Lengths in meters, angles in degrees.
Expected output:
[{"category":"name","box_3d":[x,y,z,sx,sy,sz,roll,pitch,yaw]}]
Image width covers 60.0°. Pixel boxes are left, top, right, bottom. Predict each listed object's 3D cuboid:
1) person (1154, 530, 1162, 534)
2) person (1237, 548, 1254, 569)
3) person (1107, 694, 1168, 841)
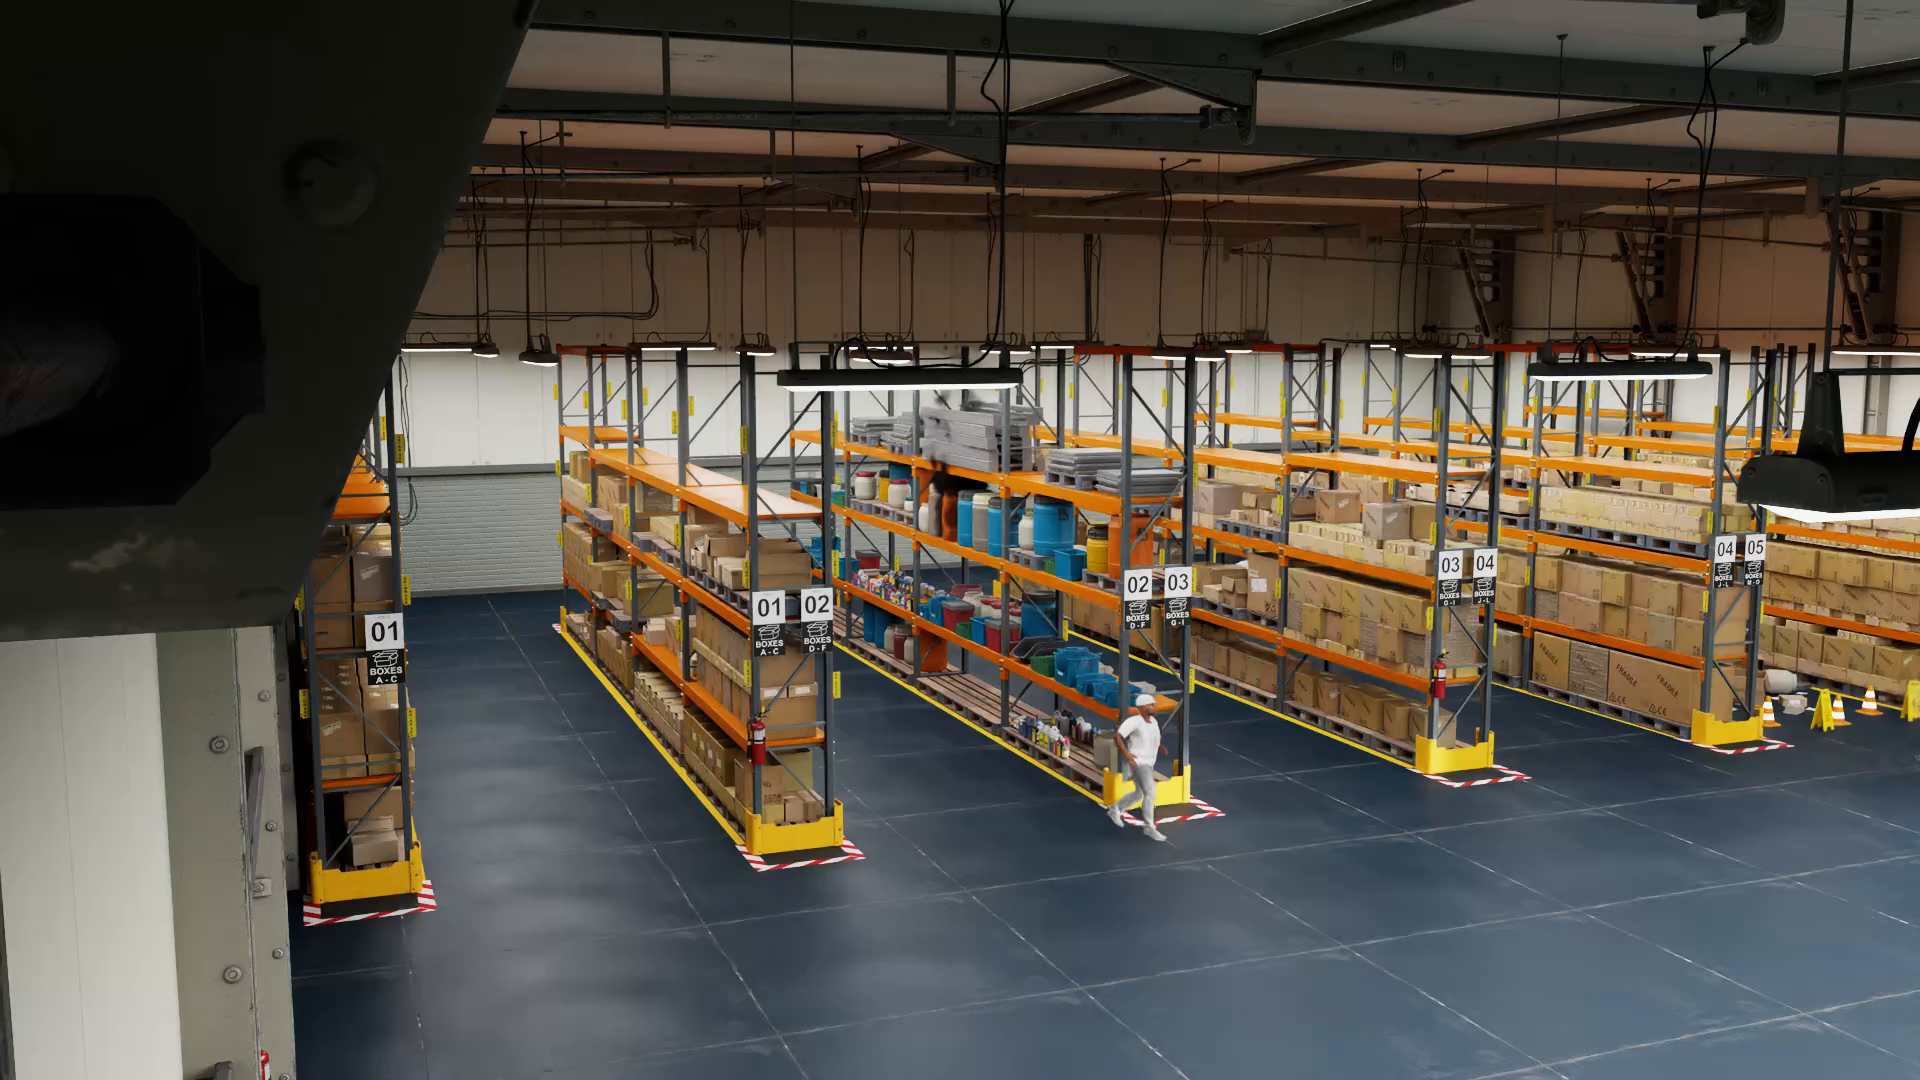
[{"category":"person","box_3d":[4.579,0.558,39.139,0.678,1.604,0.594,0,7,-3]},{"category":"person","box_3d":[6.136,0.989,35.326,0.613,1.679,0.922,-3,8,-22]},{"category":"person","box_3d":[2.288,2.816,20.930,0.847,1.765,0.724,4,8,30]}]
